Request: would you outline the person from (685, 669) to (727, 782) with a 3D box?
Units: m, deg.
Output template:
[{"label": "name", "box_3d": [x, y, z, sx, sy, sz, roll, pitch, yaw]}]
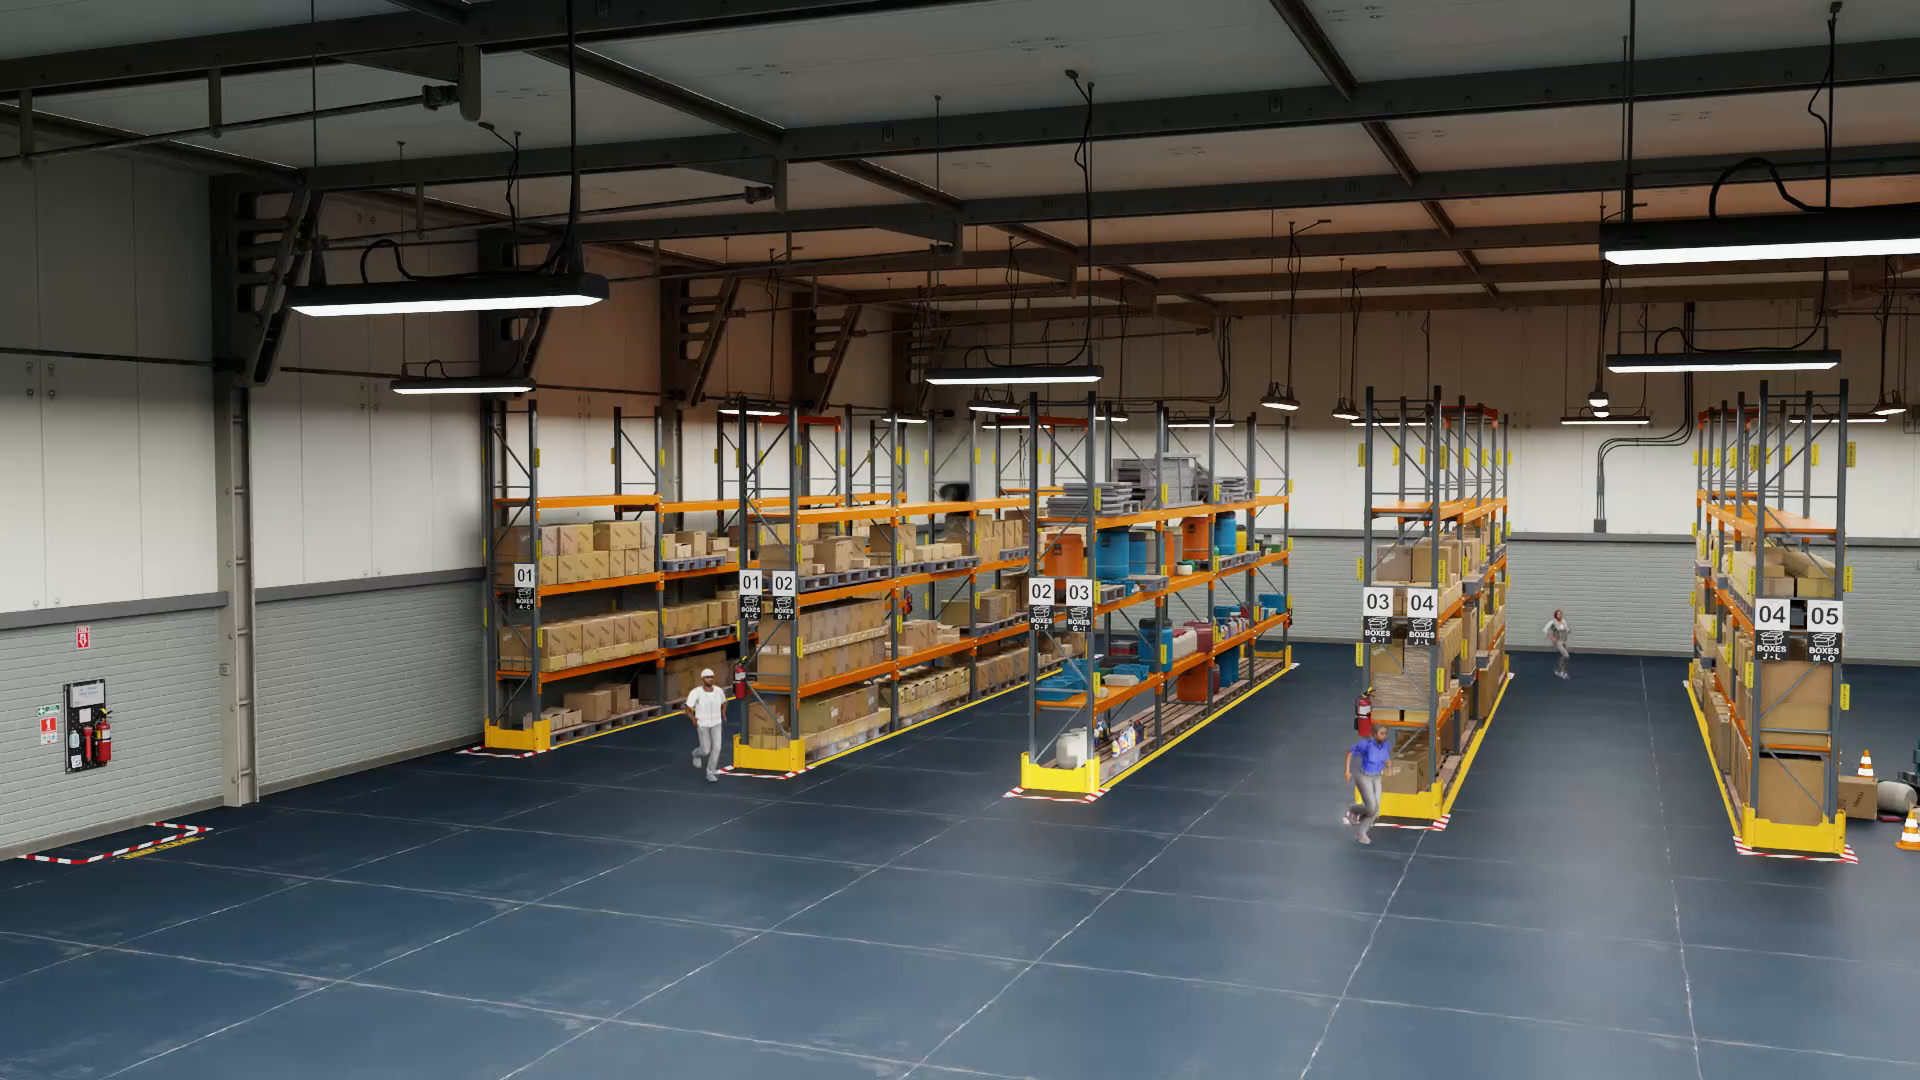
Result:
[{"label": "person", "box_3d": [-3.918, 2.866, 25.888, 0.701, 1.724, 0.683, -2, 3, -30]}]

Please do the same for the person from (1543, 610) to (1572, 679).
[{"label": "person", "box_3d": [13.576, 2.365, 37.689, 0.553, 1.589, 0.647, -1, 3, -25]}]

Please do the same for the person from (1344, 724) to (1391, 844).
[{"label": "person", "box_3d": [5.342, 3.162, 21.656, 0.563, 1.591, 0.688, -2, 3, -28]}]
